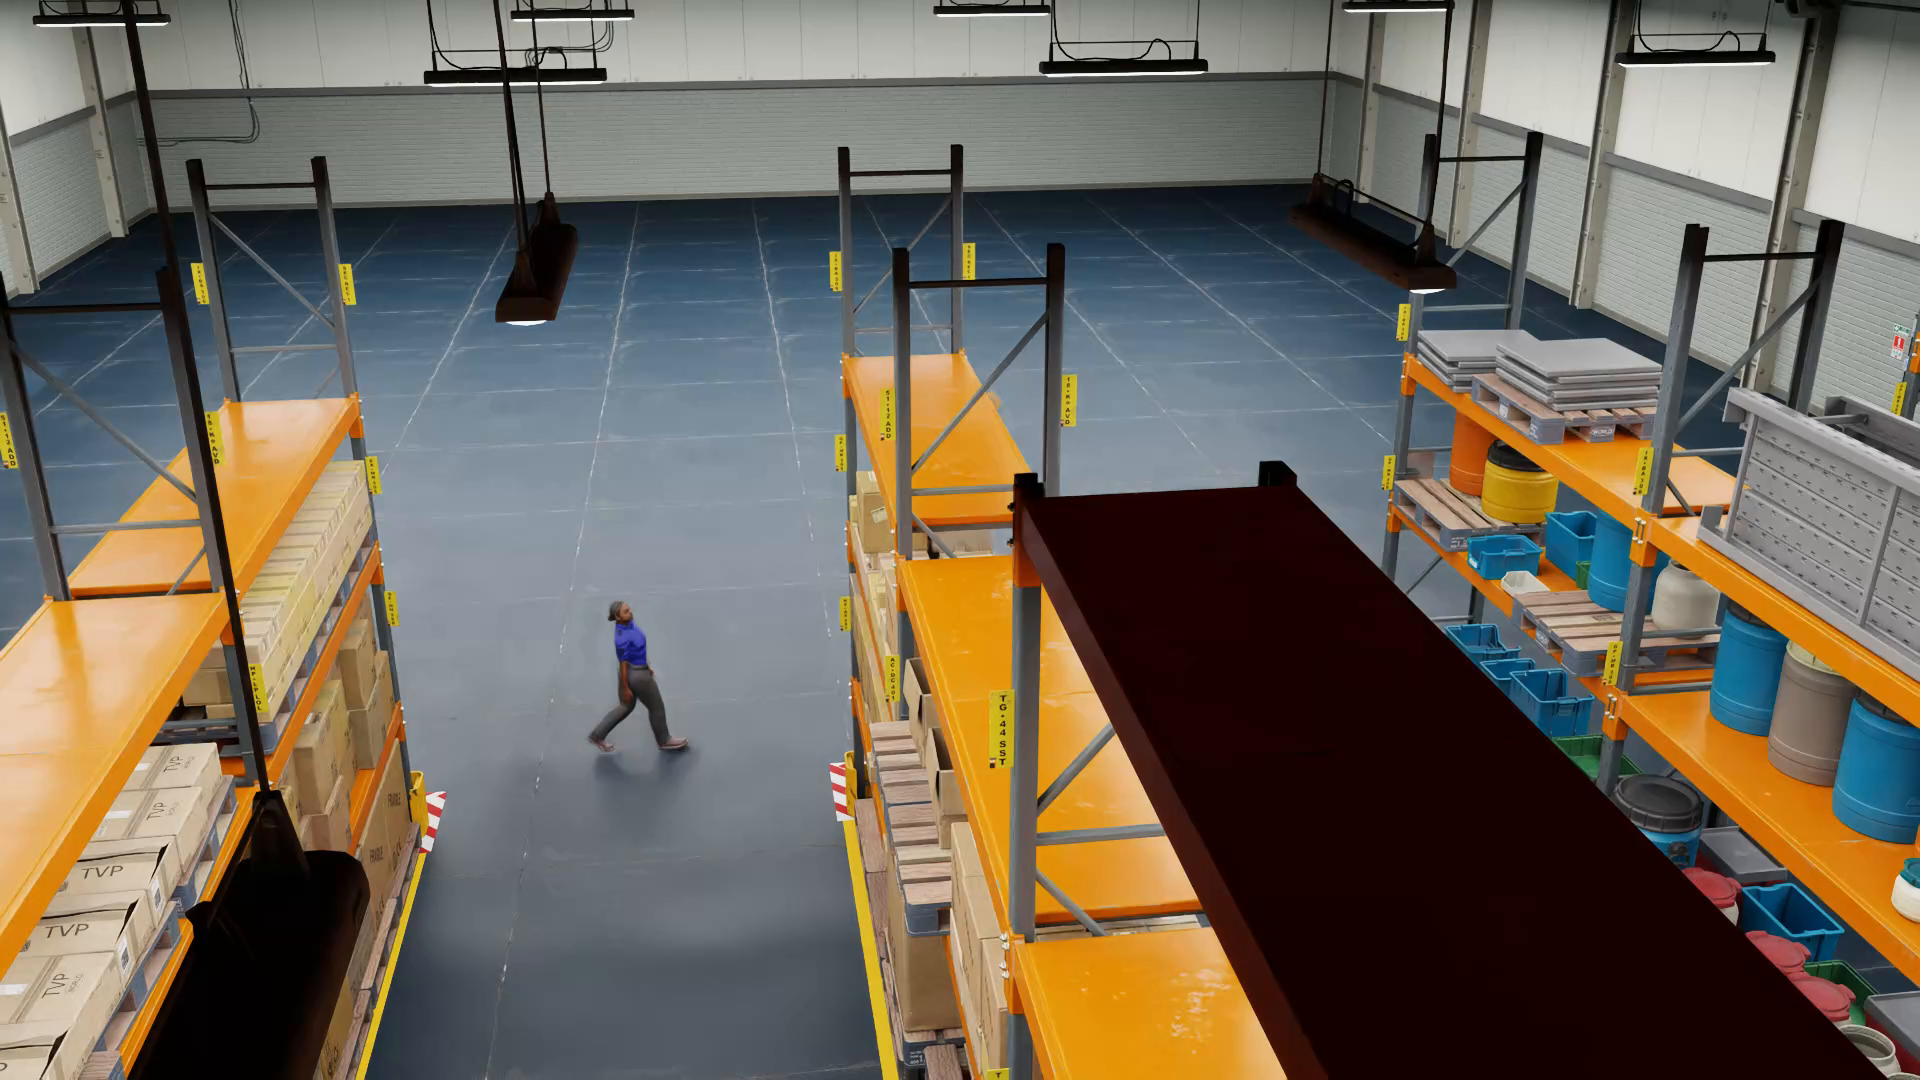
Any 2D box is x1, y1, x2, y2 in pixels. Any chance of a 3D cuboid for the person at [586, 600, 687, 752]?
[{"bbox_3d":[-3.185,1.324,16.109,0.926,1.606,0.425,-14,25,-31],"label":"person"}]
